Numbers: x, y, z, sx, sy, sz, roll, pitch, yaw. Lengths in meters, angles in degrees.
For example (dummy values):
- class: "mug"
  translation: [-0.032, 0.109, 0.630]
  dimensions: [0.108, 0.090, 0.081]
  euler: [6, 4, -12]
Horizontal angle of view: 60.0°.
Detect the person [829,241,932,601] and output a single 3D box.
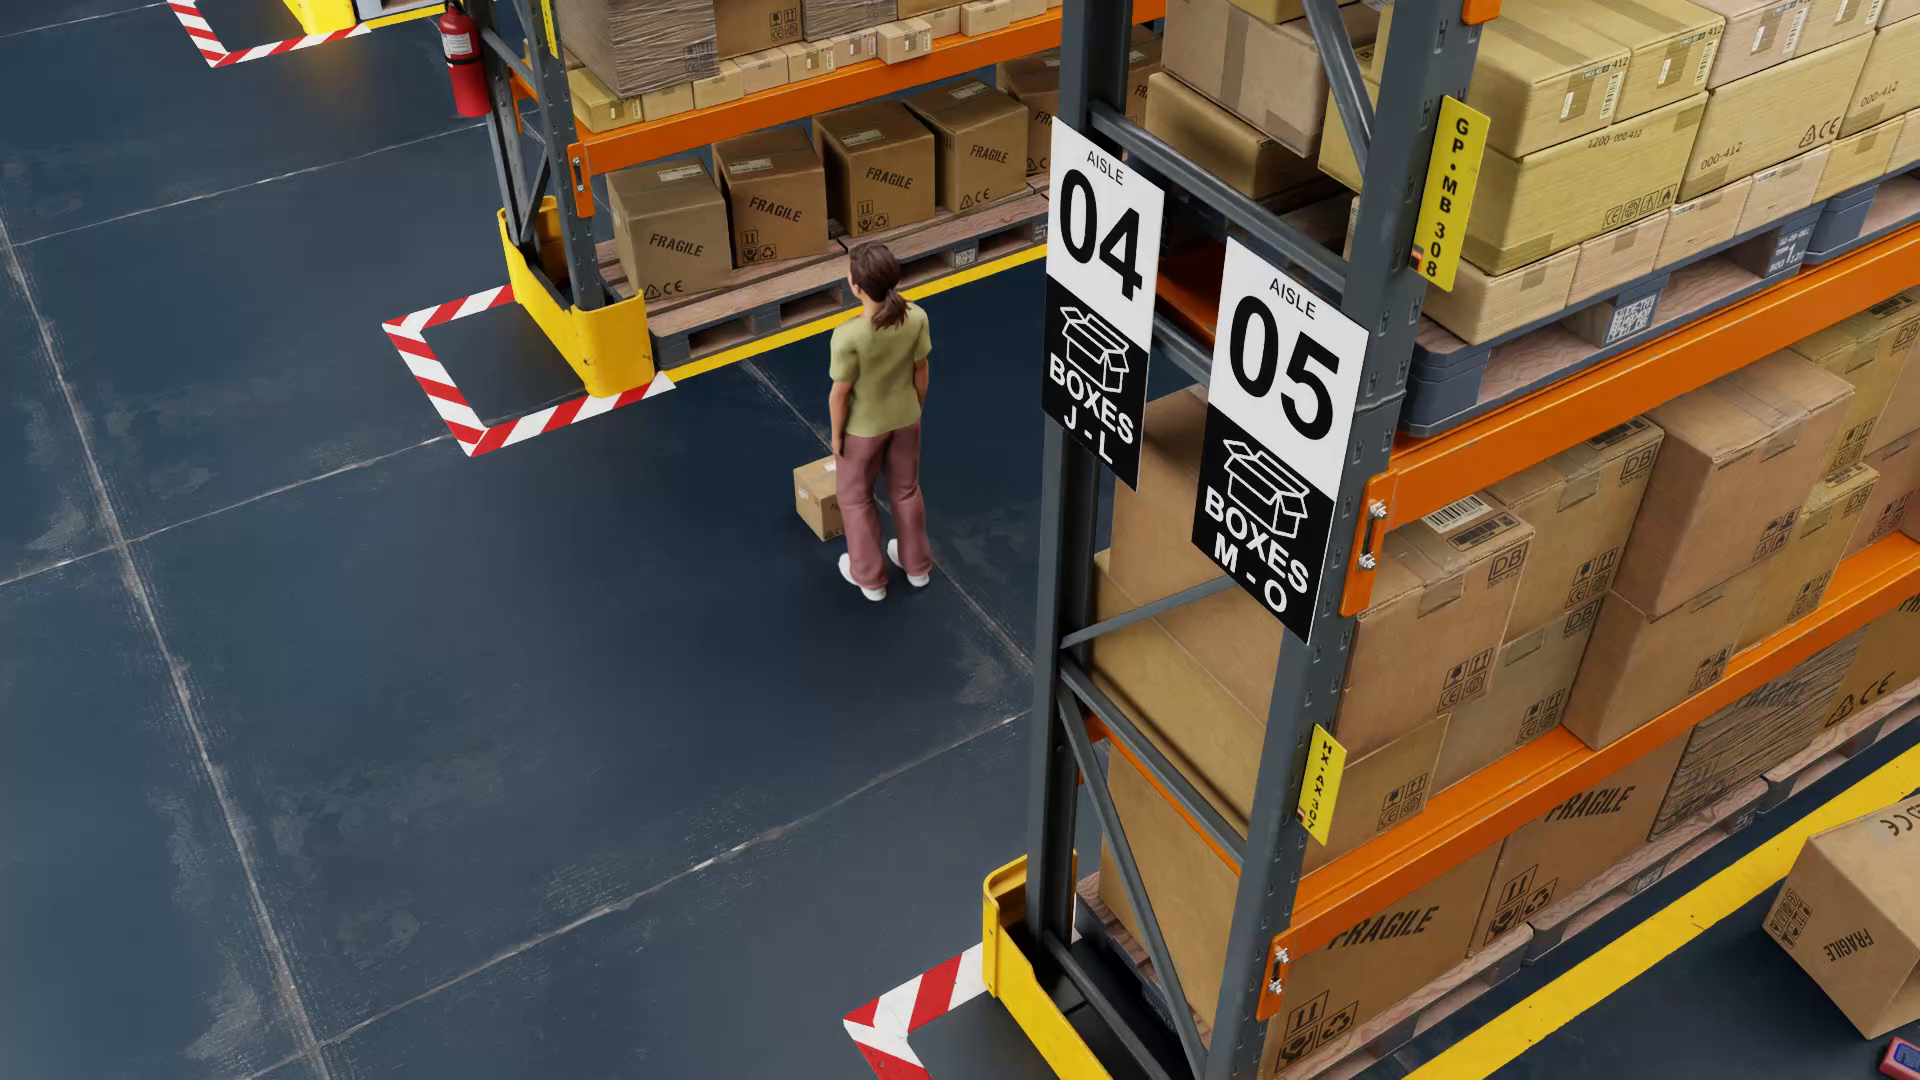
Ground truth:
- class: "person"
  translation: [-0.329, -0.461, 6.696]
  dimensions: [0.441, 1.668, 0.370]
  euler: [-22, 45, -23]
